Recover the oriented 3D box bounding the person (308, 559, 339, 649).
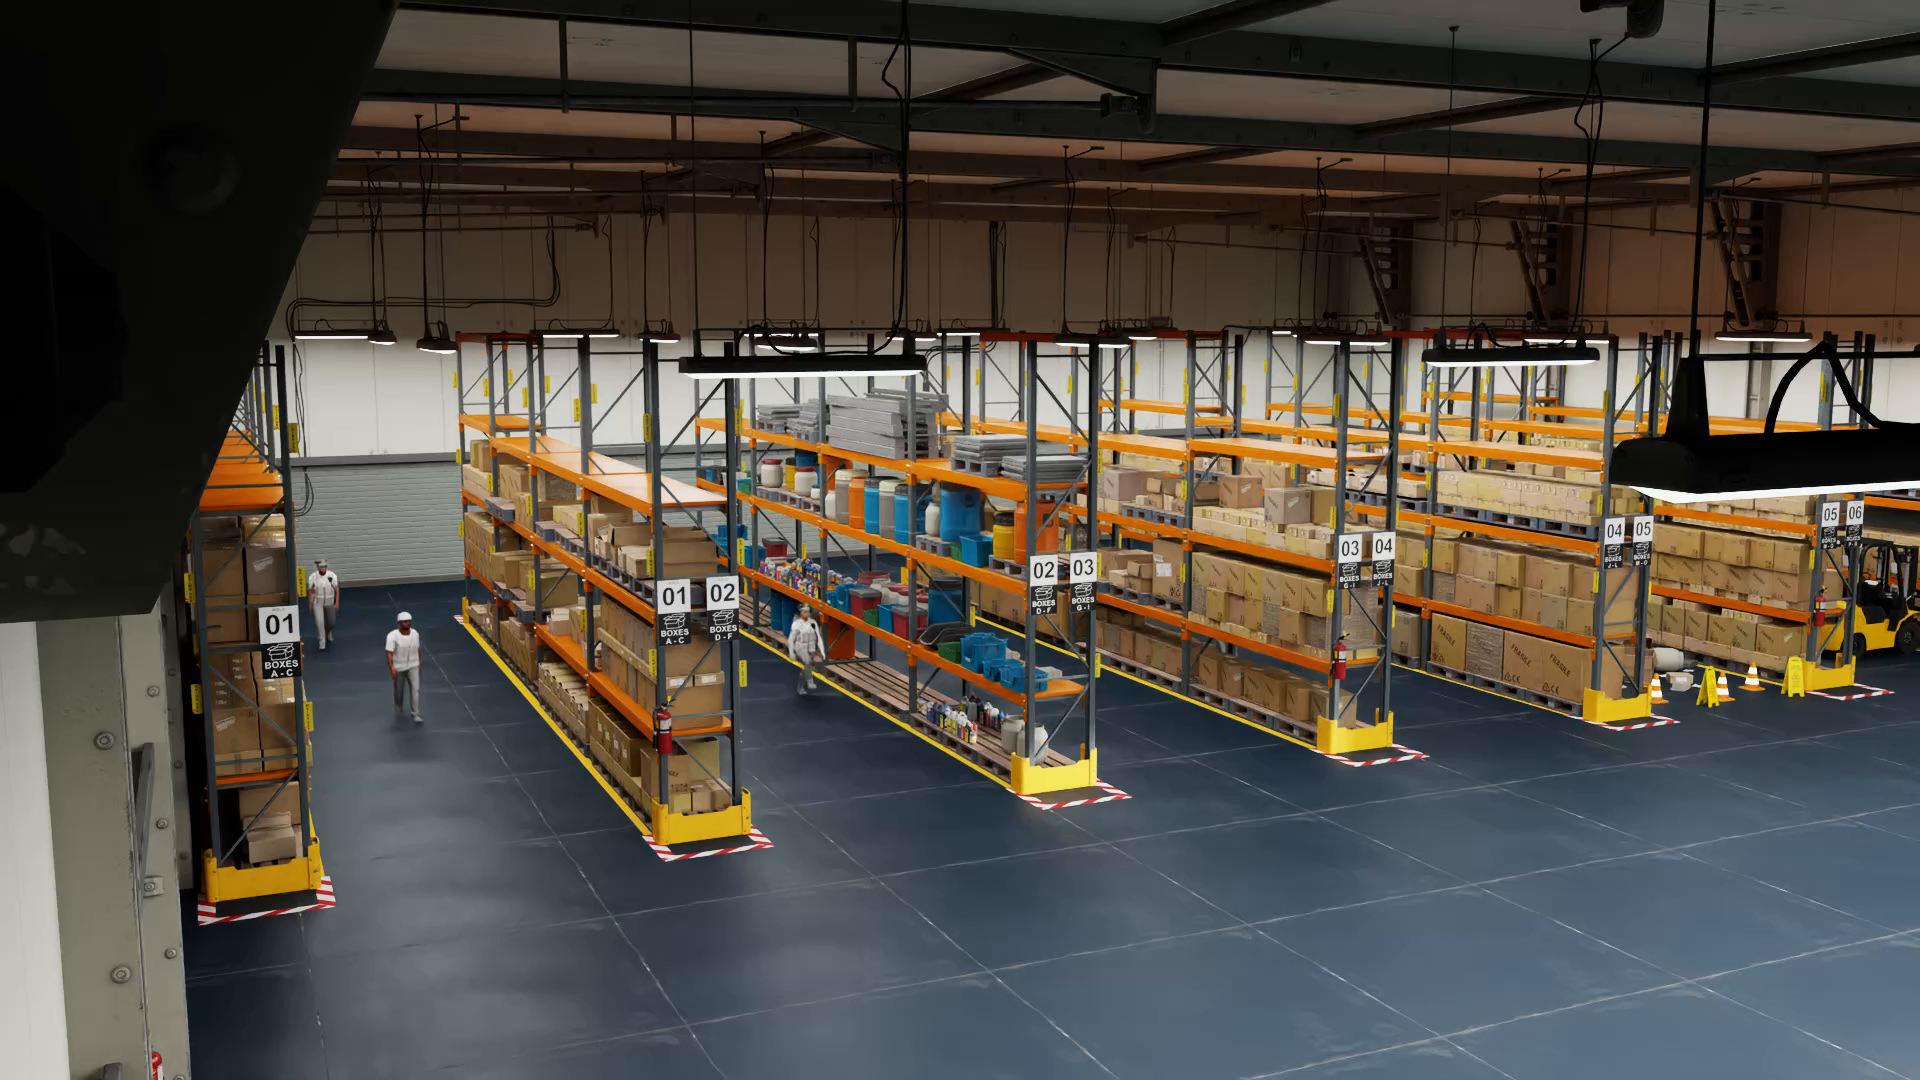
[{"bbox_3d":[-12.191,1.181,31.855,0.538,1.711,0.971,-4,9,-28],"label":"person"}]

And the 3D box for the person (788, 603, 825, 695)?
[{"bbox_3d":[-2.520,1.818,27.310,0.536,1.606,1.036,-4,9,-27],"label":"person"}]

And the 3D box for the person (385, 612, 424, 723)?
[{"bbox_3d":[-8.687,1.979,26.012,0.567,1.714,1.093,-4,9,-28],"label":"person"}]

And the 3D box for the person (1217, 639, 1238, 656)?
[{"bbox_3d":[4.827,1.452,30.149,0.512,1.674,0.516,-3,8,-23],"label":"person"}]
